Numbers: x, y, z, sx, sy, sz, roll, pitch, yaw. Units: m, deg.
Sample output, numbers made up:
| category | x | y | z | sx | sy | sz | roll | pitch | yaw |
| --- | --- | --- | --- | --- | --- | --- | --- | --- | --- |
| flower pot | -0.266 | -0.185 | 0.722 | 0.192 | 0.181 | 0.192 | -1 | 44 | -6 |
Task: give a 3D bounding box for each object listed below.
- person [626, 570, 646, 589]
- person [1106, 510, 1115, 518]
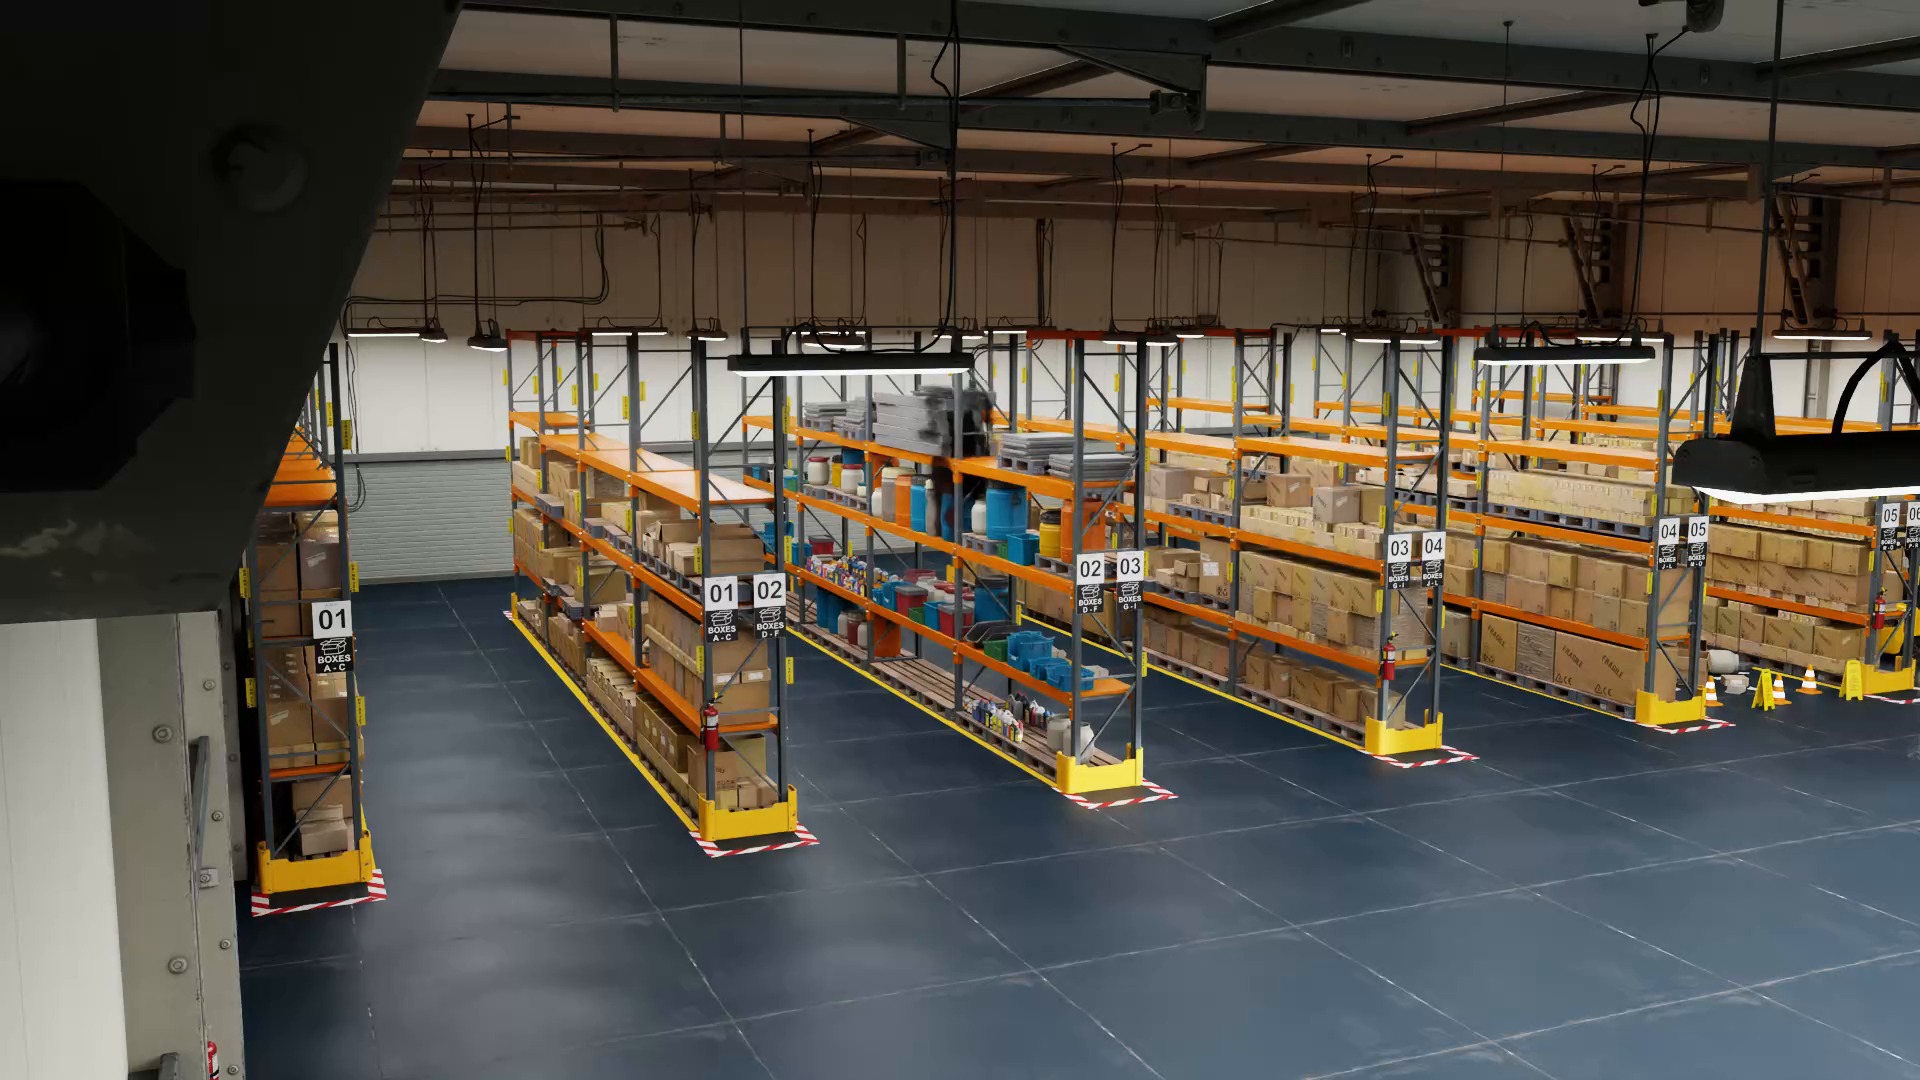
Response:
| category | x | y | z | sx | sy | sz | roll | pitch | yaw |
| --- | --- | --- | --- | --- | --- | --- | --- | --- | --- |
| person | -6.786 | 0.731 | 34.820 | 0.659 | 1.830 | 0.764 | -4 | 9 | -29 |
| person | 3.564 | -0.097 | 41.240 | 0.865 | 1.668 | 0.571 | 6 | 10 | 35 |
